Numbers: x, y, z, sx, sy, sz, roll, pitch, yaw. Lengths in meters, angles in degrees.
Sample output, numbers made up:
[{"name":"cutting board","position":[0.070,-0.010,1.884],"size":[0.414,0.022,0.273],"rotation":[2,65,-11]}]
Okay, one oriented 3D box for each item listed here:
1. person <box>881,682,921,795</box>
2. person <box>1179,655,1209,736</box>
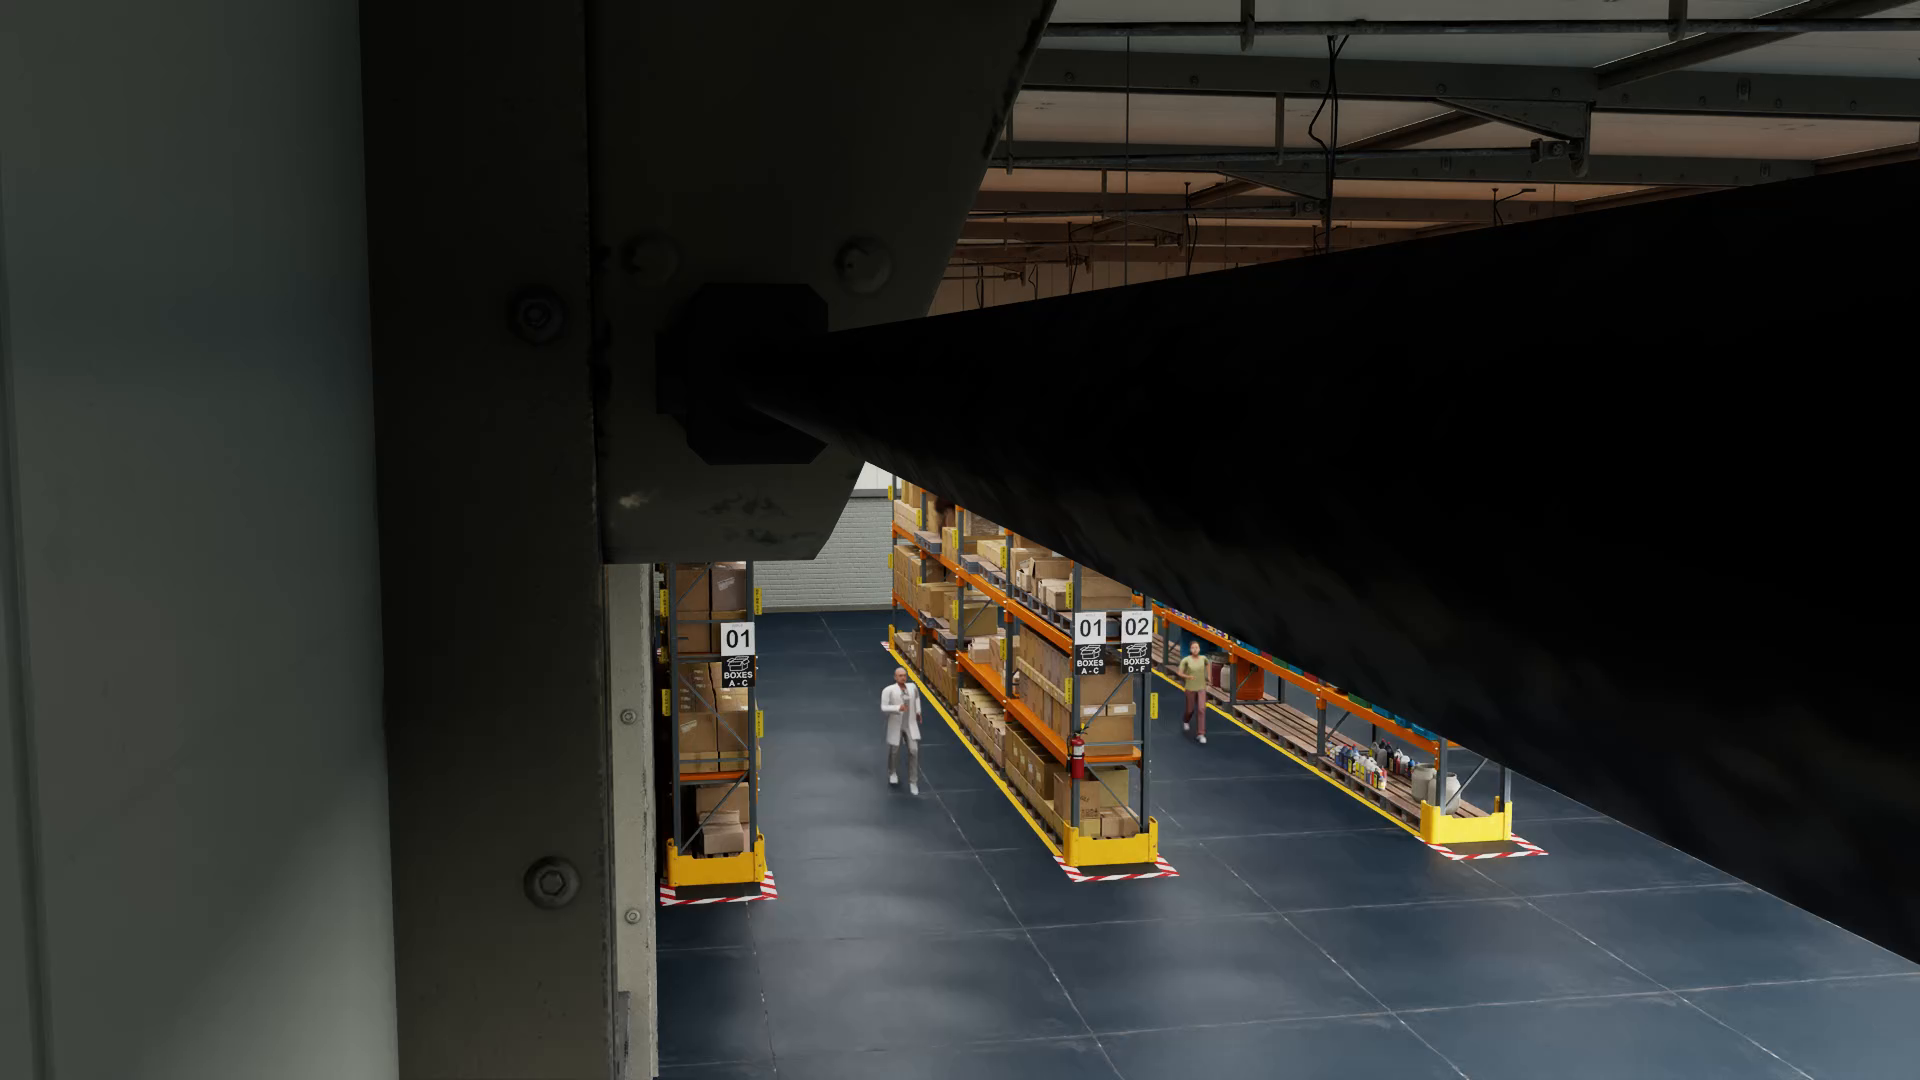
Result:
[{"name":"person","position":[-0.867,2.904,24.574],"size":[0.677,1.620,0.850],"rotation":[-2,6,-18]},{"name":"person","position":[3.913,2.574,27.760],"size":[0.536,1.307,0.880],"rotation":[0,6,-4]}]
